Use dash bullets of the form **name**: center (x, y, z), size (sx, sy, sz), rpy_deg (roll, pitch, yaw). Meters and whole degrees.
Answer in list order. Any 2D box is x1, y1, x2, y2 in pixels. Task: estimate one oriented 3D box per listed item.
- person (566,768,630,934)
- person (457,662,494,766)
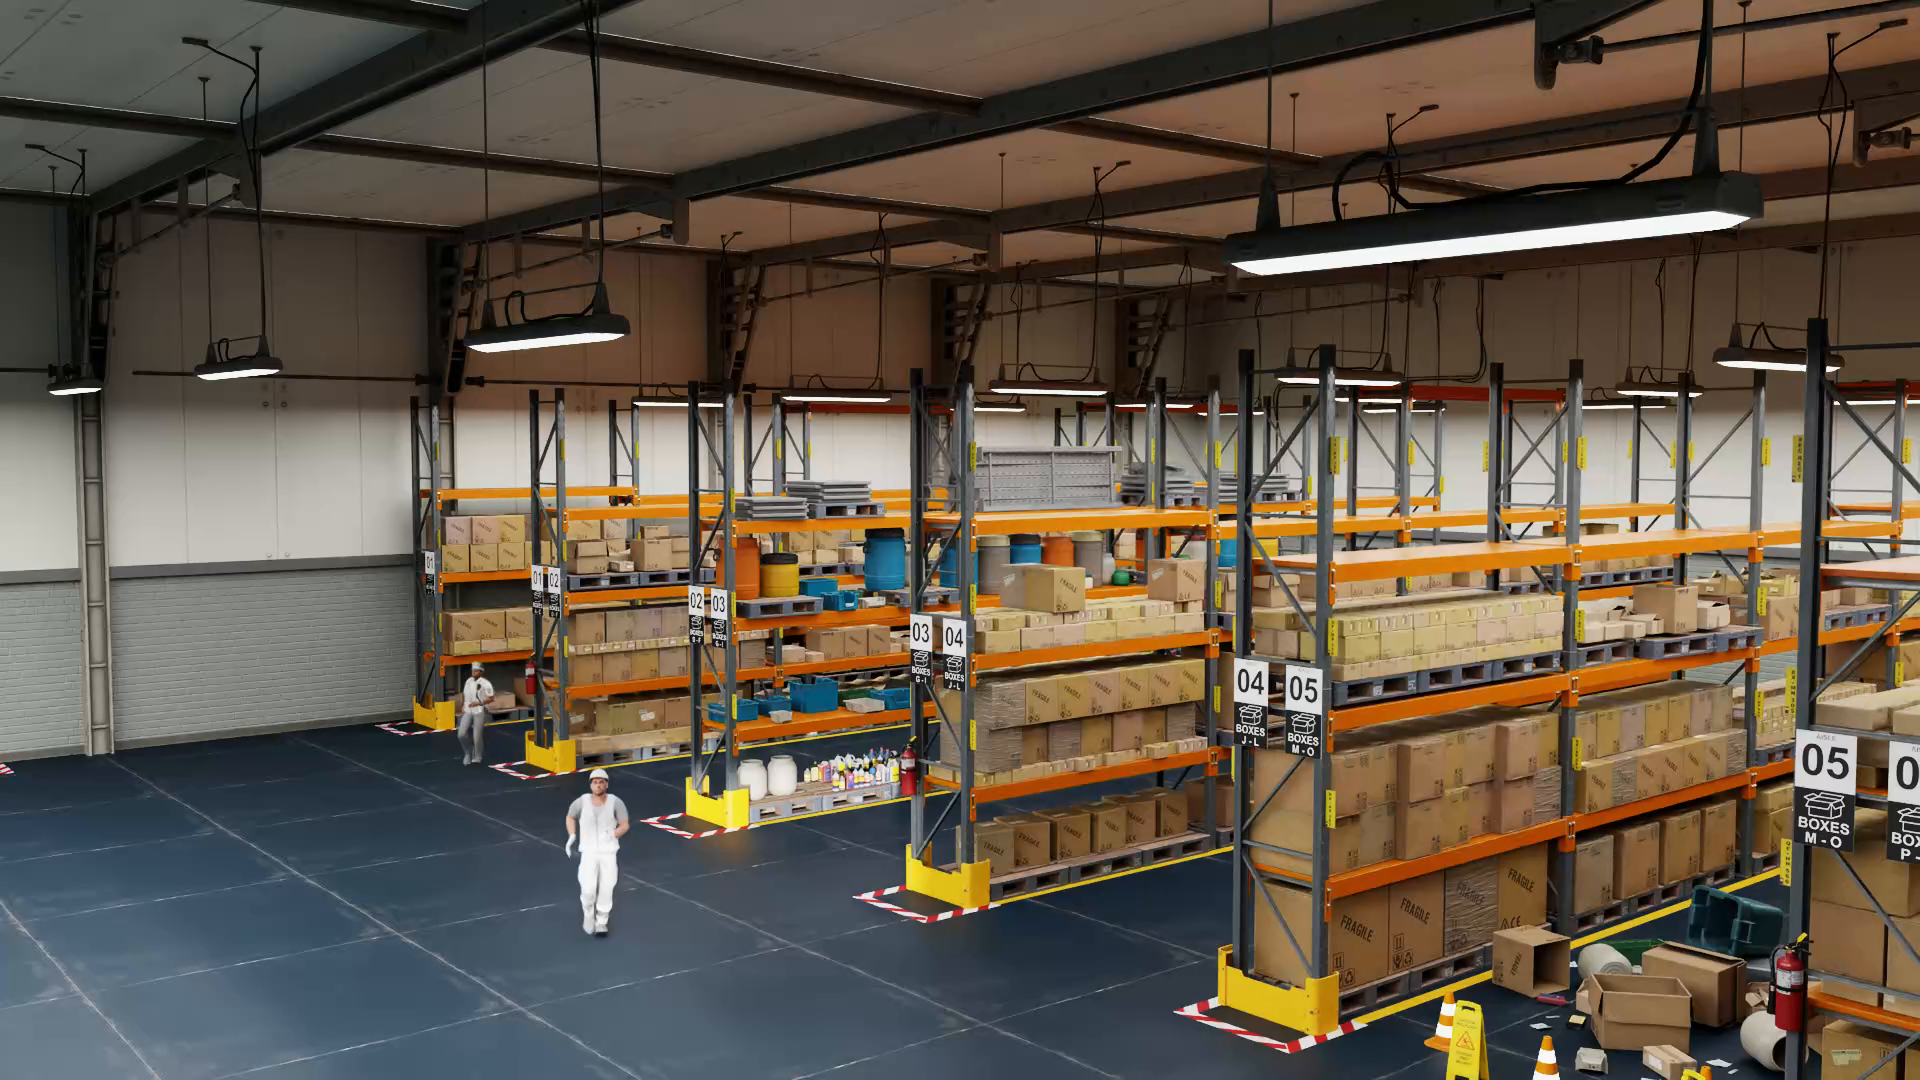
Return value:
- **person**: center (-3.758, 3.251, 17.265), size (0.649, 1.741, 0.642), rpy_deg (-1, 3, -12)
- **person**: center (-7.718, 2.771, 26.524), size (0.603, 1.680, 0.599), rpy_deg (1, 3, 13)
